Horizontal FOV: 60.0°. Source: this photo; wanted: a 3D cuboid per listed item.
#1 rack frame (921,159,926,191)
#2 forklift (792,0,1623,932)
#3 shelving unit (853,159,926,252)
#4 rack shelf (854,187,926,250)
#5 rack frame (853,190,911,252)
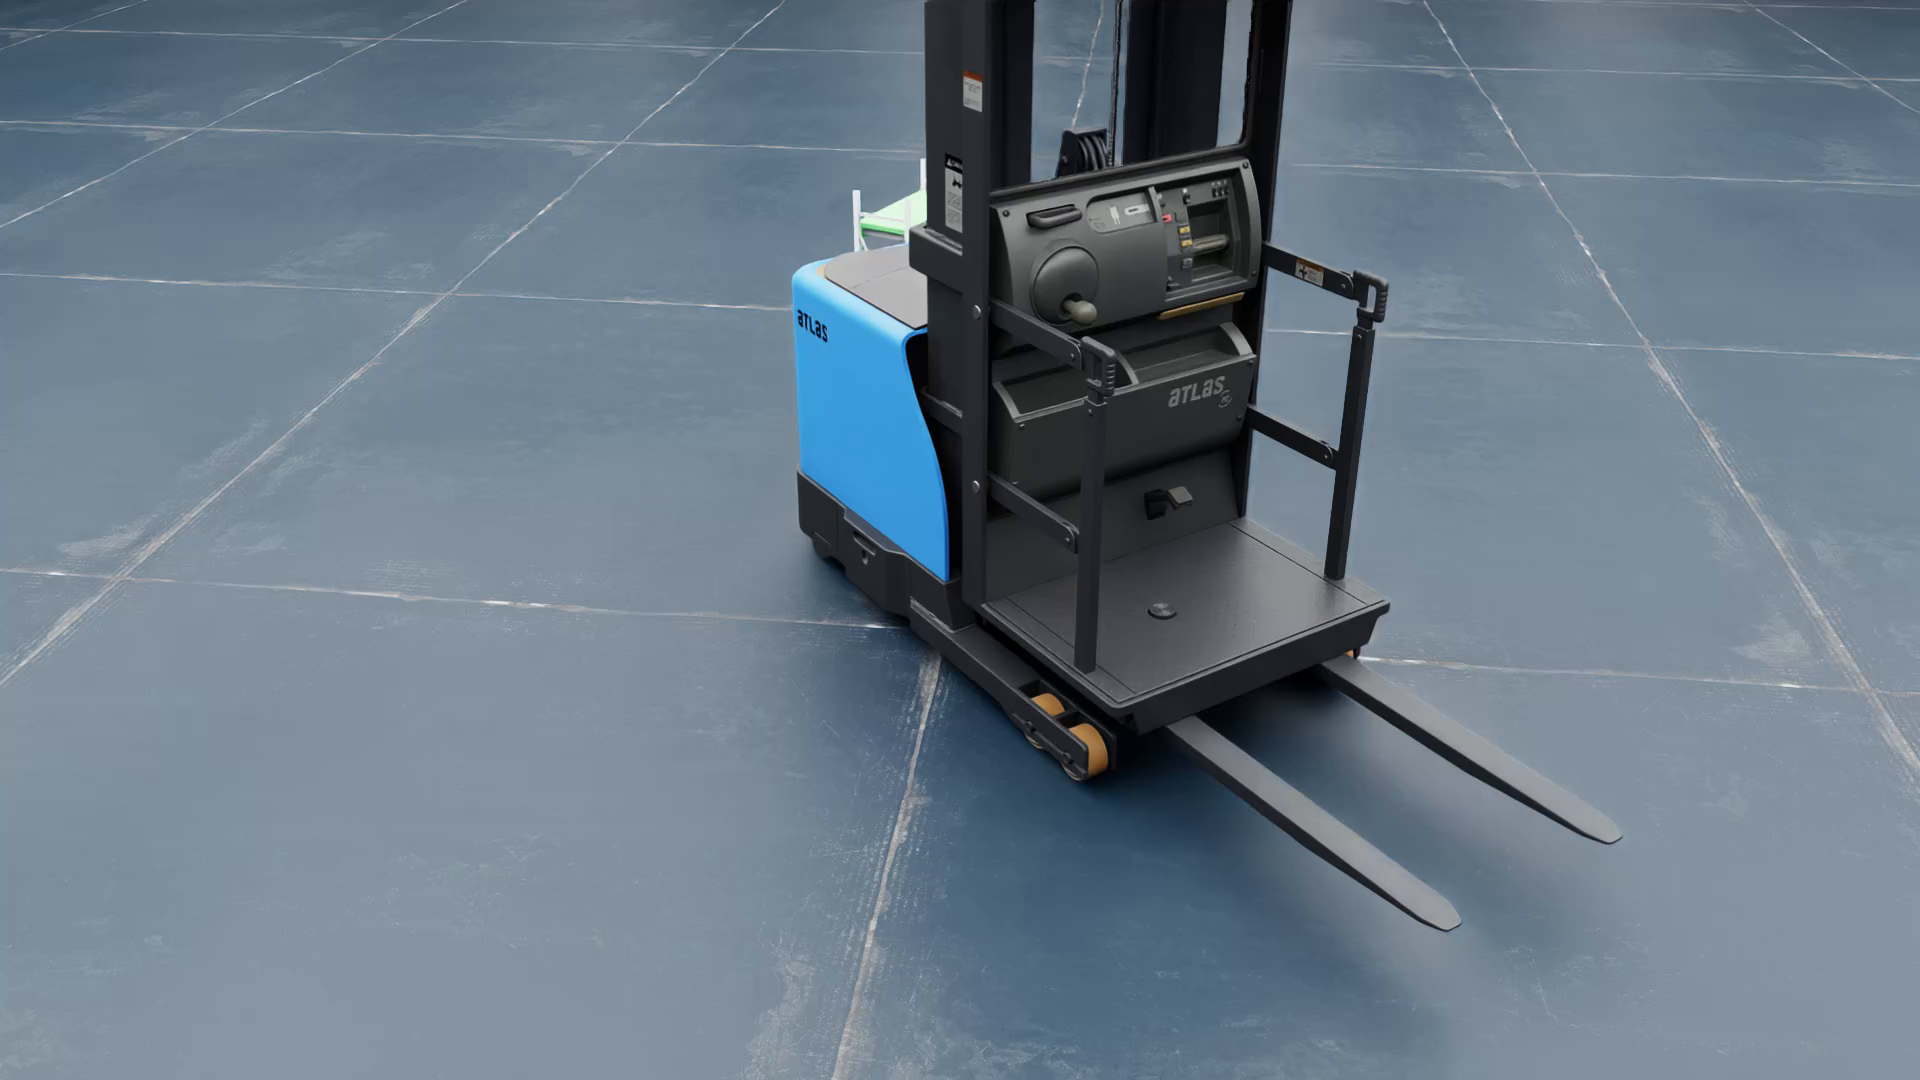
[{"bbox_3d":[-0.044,-0.925,6.703,0.240,1.200,0.015,15,32,26],"label":"rack frame"},{"bbox_3d":[0.628,-0.835,4.709,1.130,2.935,3.031,-17,33,-29],"label":"forklift"},{"bbox_3d":[-0.164,-0.825,6.516,0.258,1.200,0.503,15,32,26],"label":"shelving unit"},{"bbox_3d":[-0.164,-1.191,6.318,0.258,0.148,0.480,15,32,26],"label":"rack shelf"},{"bbox_3d":[-0.284,-0.724,6.328,0.240,1.200,0.015,15,32,26],"label":"rack frame"}]
